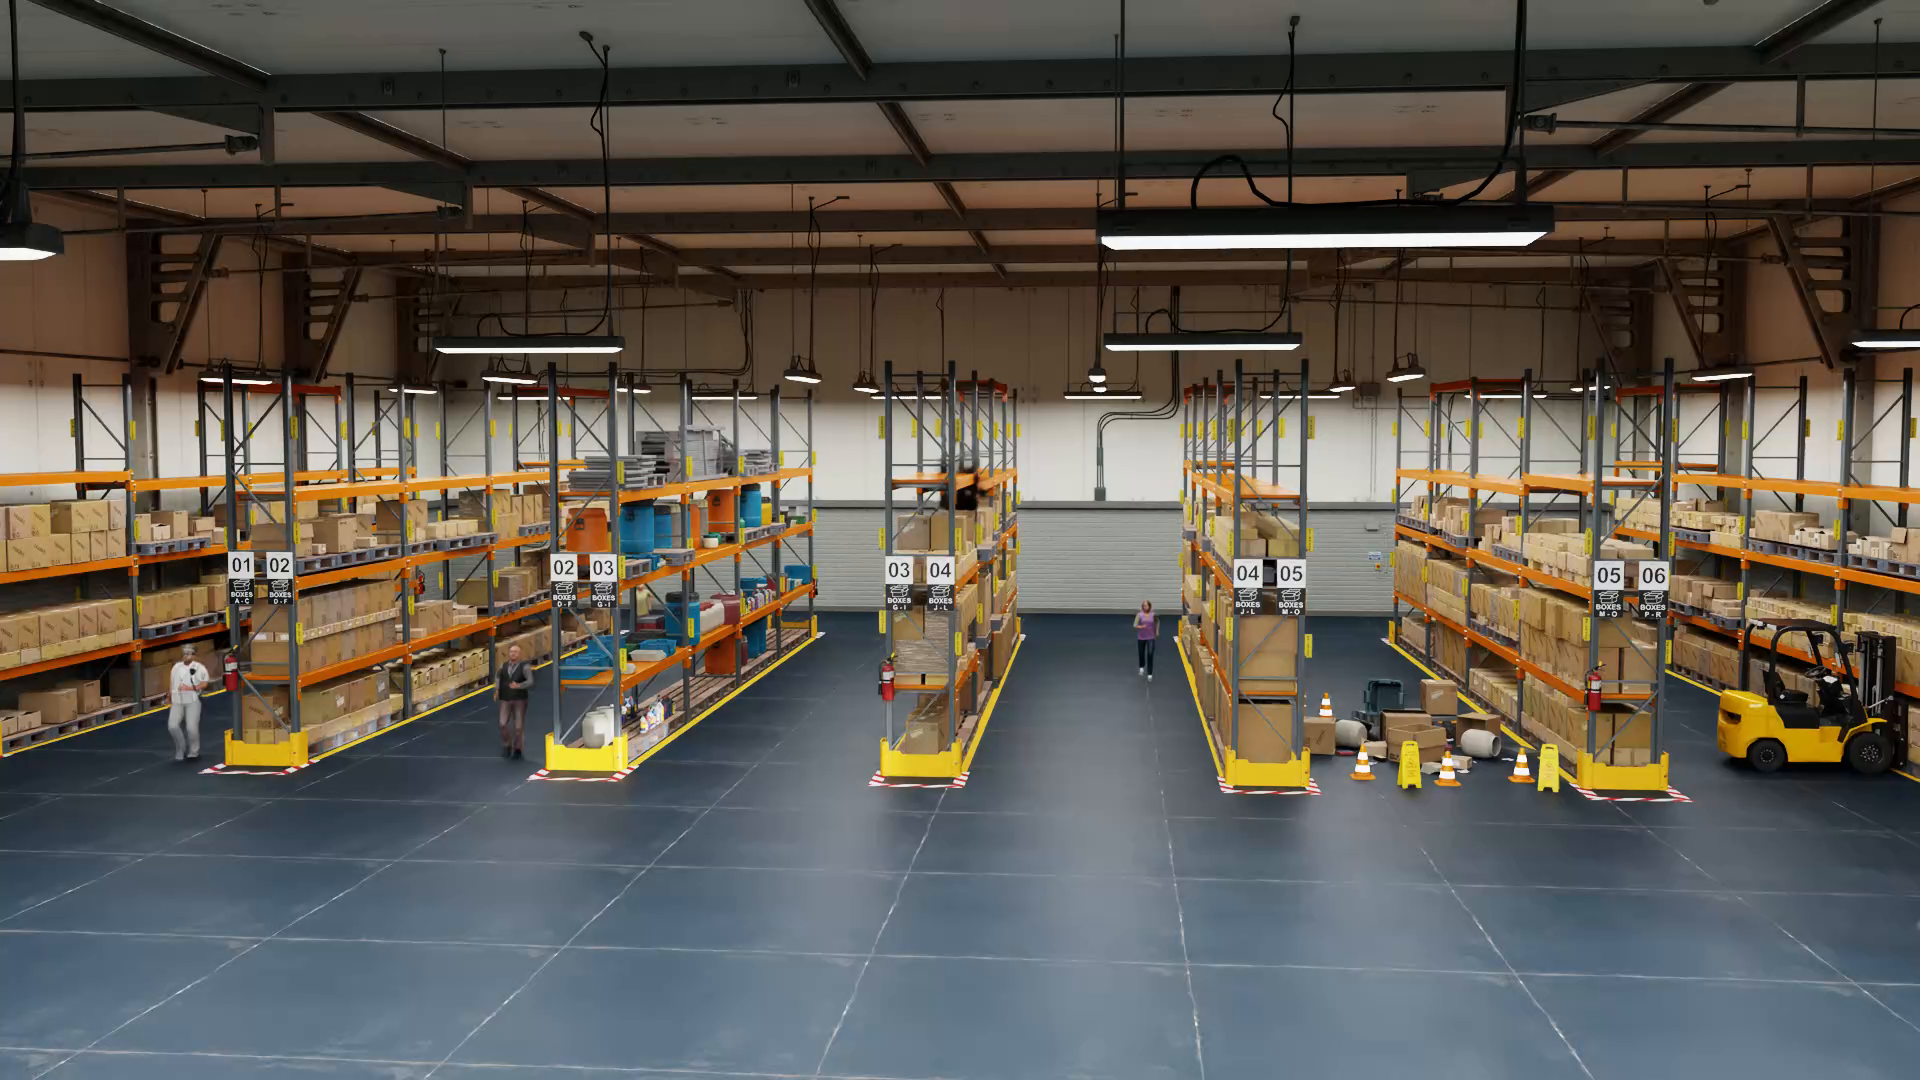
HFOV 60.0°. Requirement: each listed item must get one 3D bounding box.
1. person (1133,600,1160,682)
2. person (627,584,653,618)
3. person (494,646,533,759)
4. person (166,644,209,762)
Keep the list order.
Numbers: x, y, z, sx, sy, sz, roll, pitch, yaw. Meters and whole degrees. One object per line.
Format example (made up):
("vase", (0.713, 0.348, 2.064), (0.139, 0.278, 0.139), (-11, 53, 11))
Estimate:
("person", (3.731, 1.990, 33.251), (0.533, 1.585, 0.907), (0, 4, 6))
("person", (-7.169, 1.705, 37.241), (0.571, 1.703, 0.879), (-1, 4, -9))
("person", (-6.839, 2.487, 25.406), (0.631, 1.722, 0.626), (0, 4, -4))
("person", (-11.748, 2.475, 25.225), (0.639, 1.795, 0.643), (0, 4, -5))
